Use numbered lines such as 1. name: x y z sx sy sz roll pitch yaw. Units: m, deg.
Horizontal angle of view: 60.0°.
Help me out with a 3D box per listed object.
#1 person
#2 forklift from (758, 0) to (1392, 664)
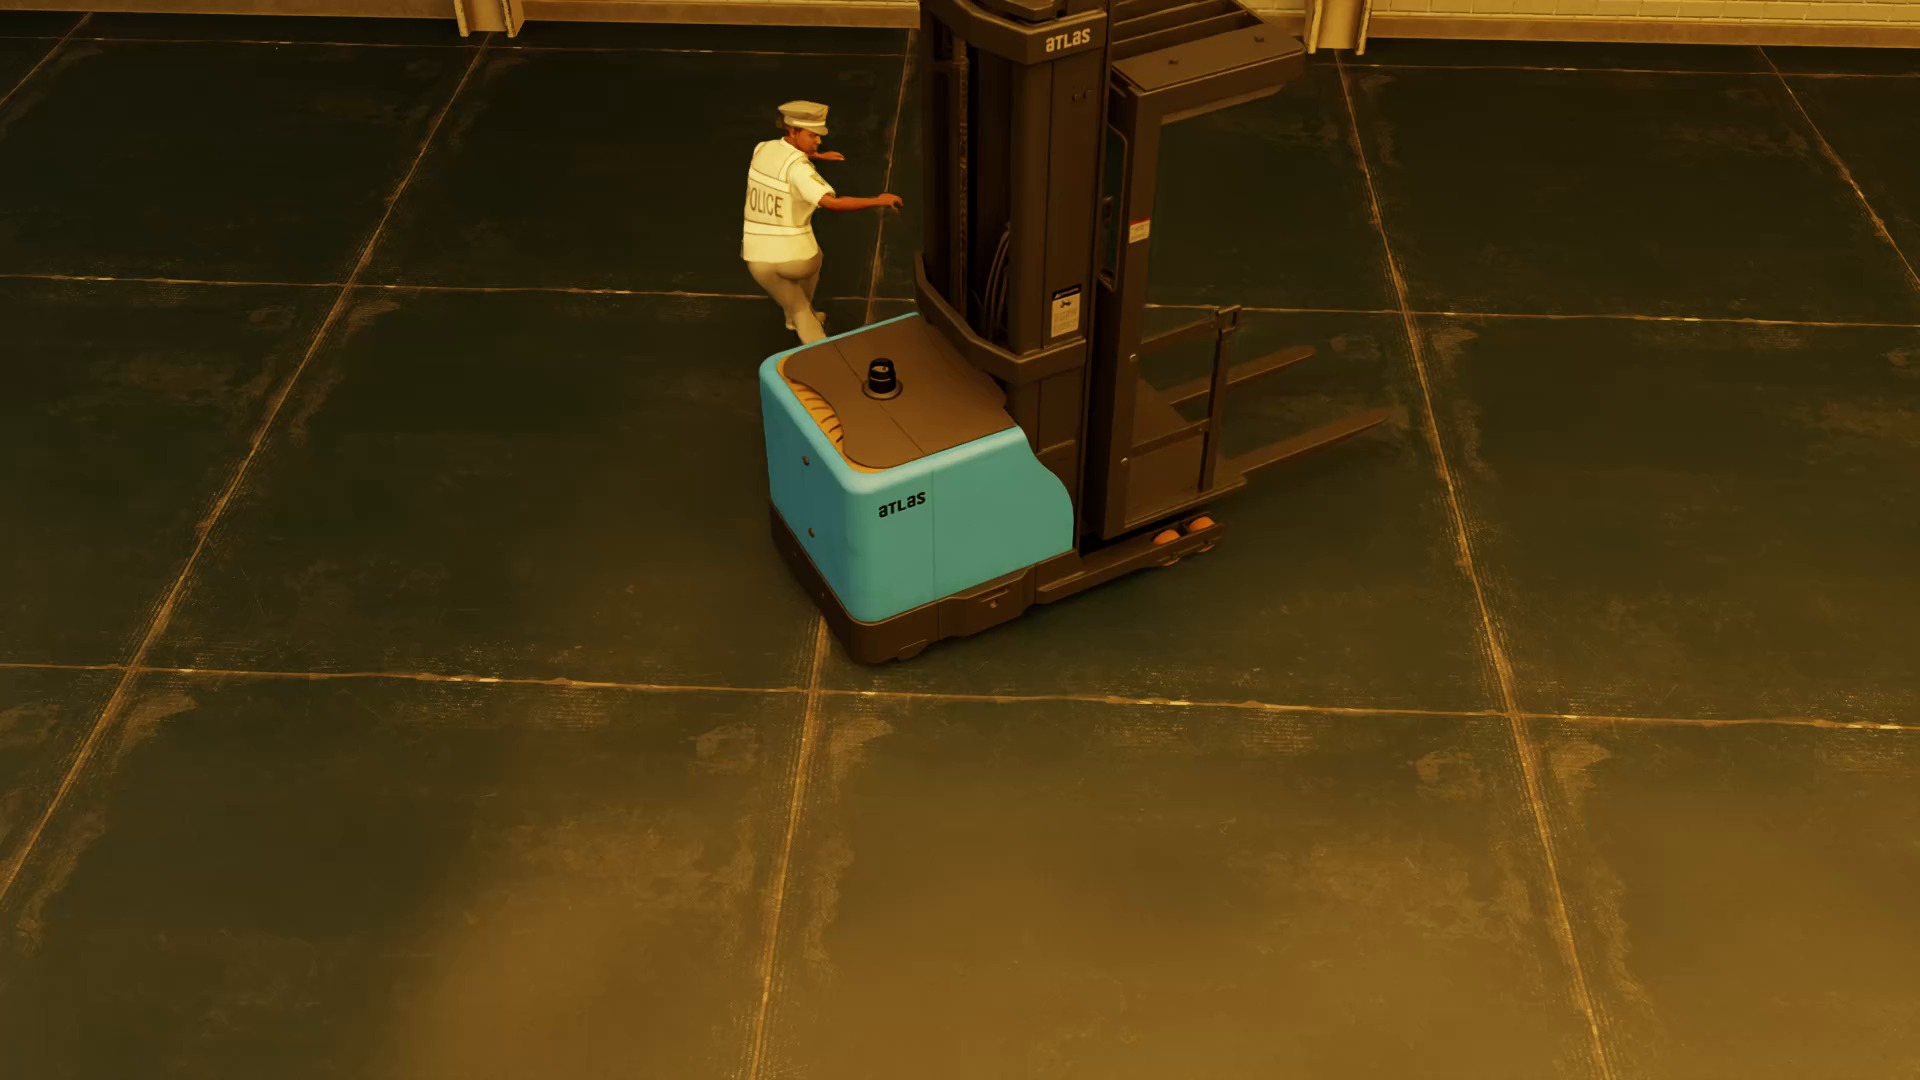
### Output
1. person: -0.660 -1.582 8.623 0.827 1.457 1.088 12 44 13
2. forklift: 0.659 -1.259 7.121 3.031 2.935 1.130 -20 46 -20
